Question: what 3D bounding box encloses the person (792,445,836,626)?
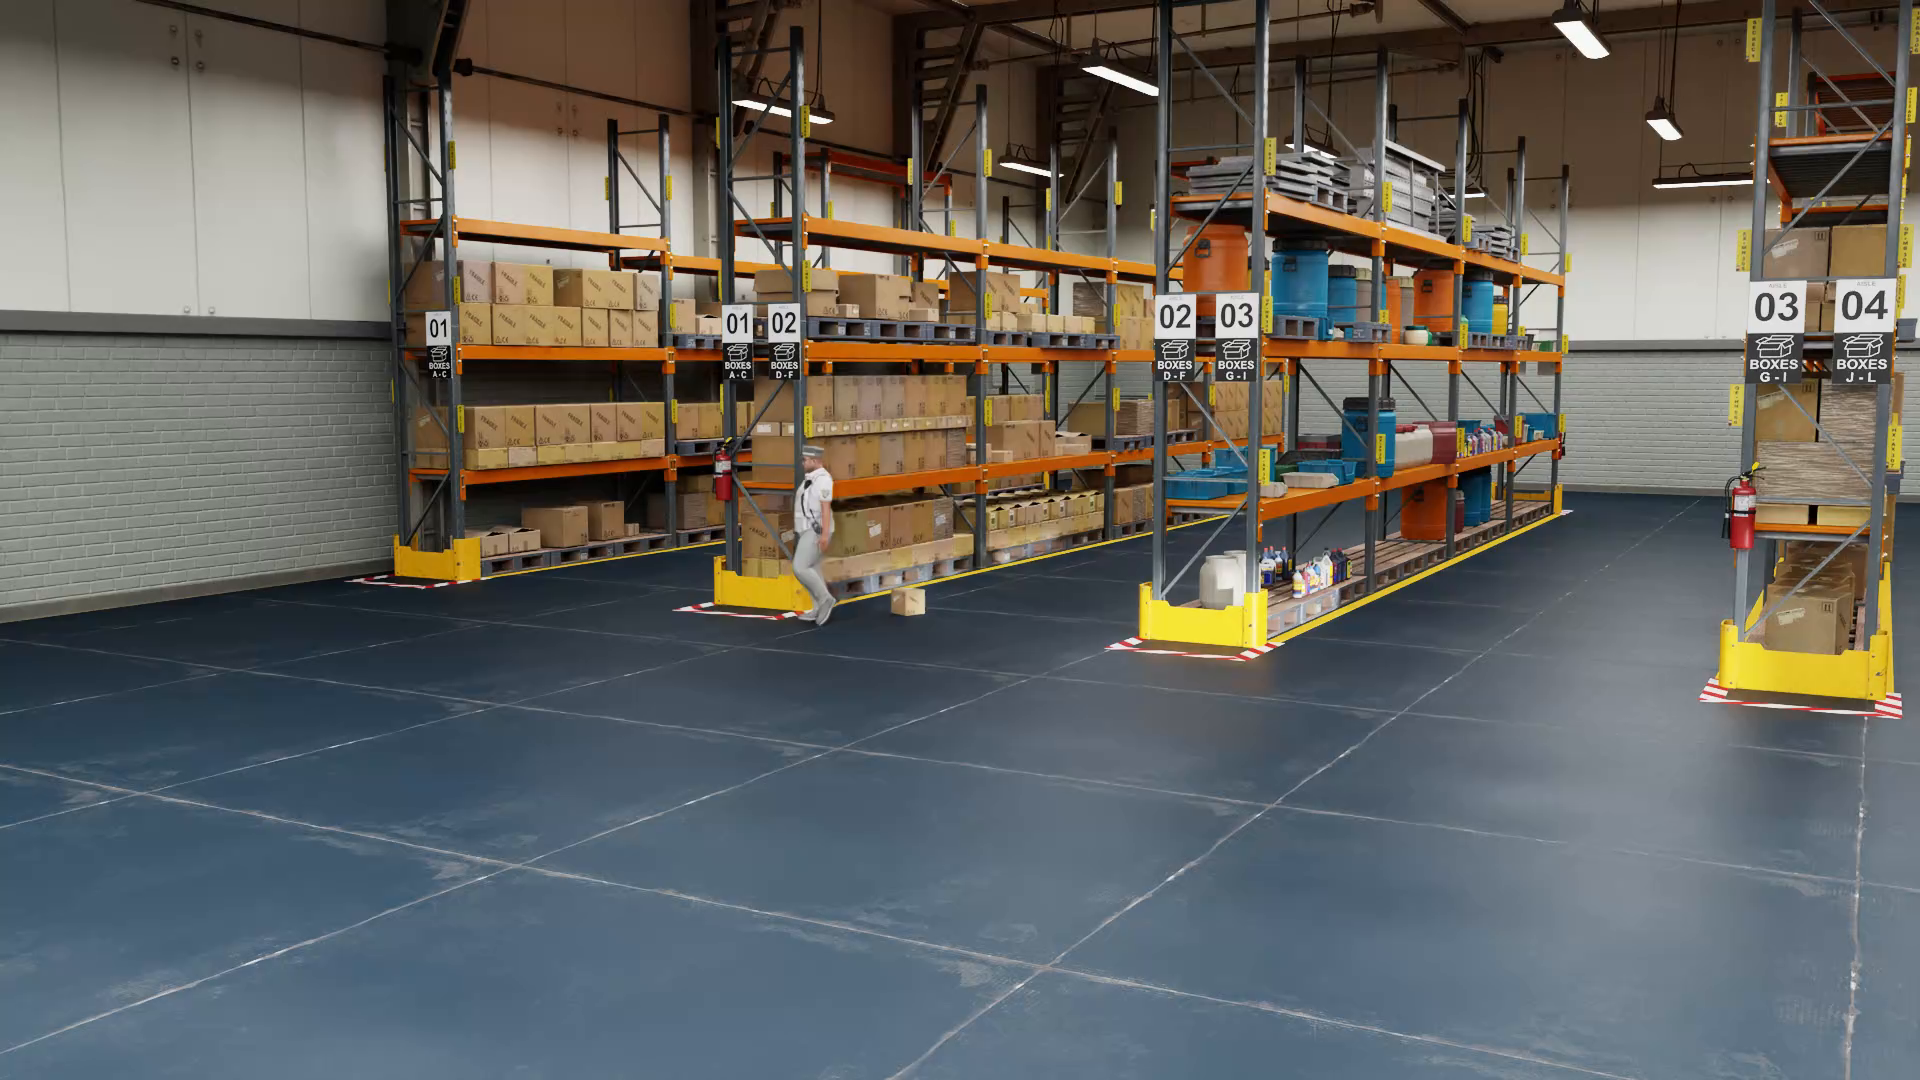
[{"bbox_3d":[-1.478,-0.049,16.491,0.452,1.785,0.575,-2,6,-18],"label":"person"}]
